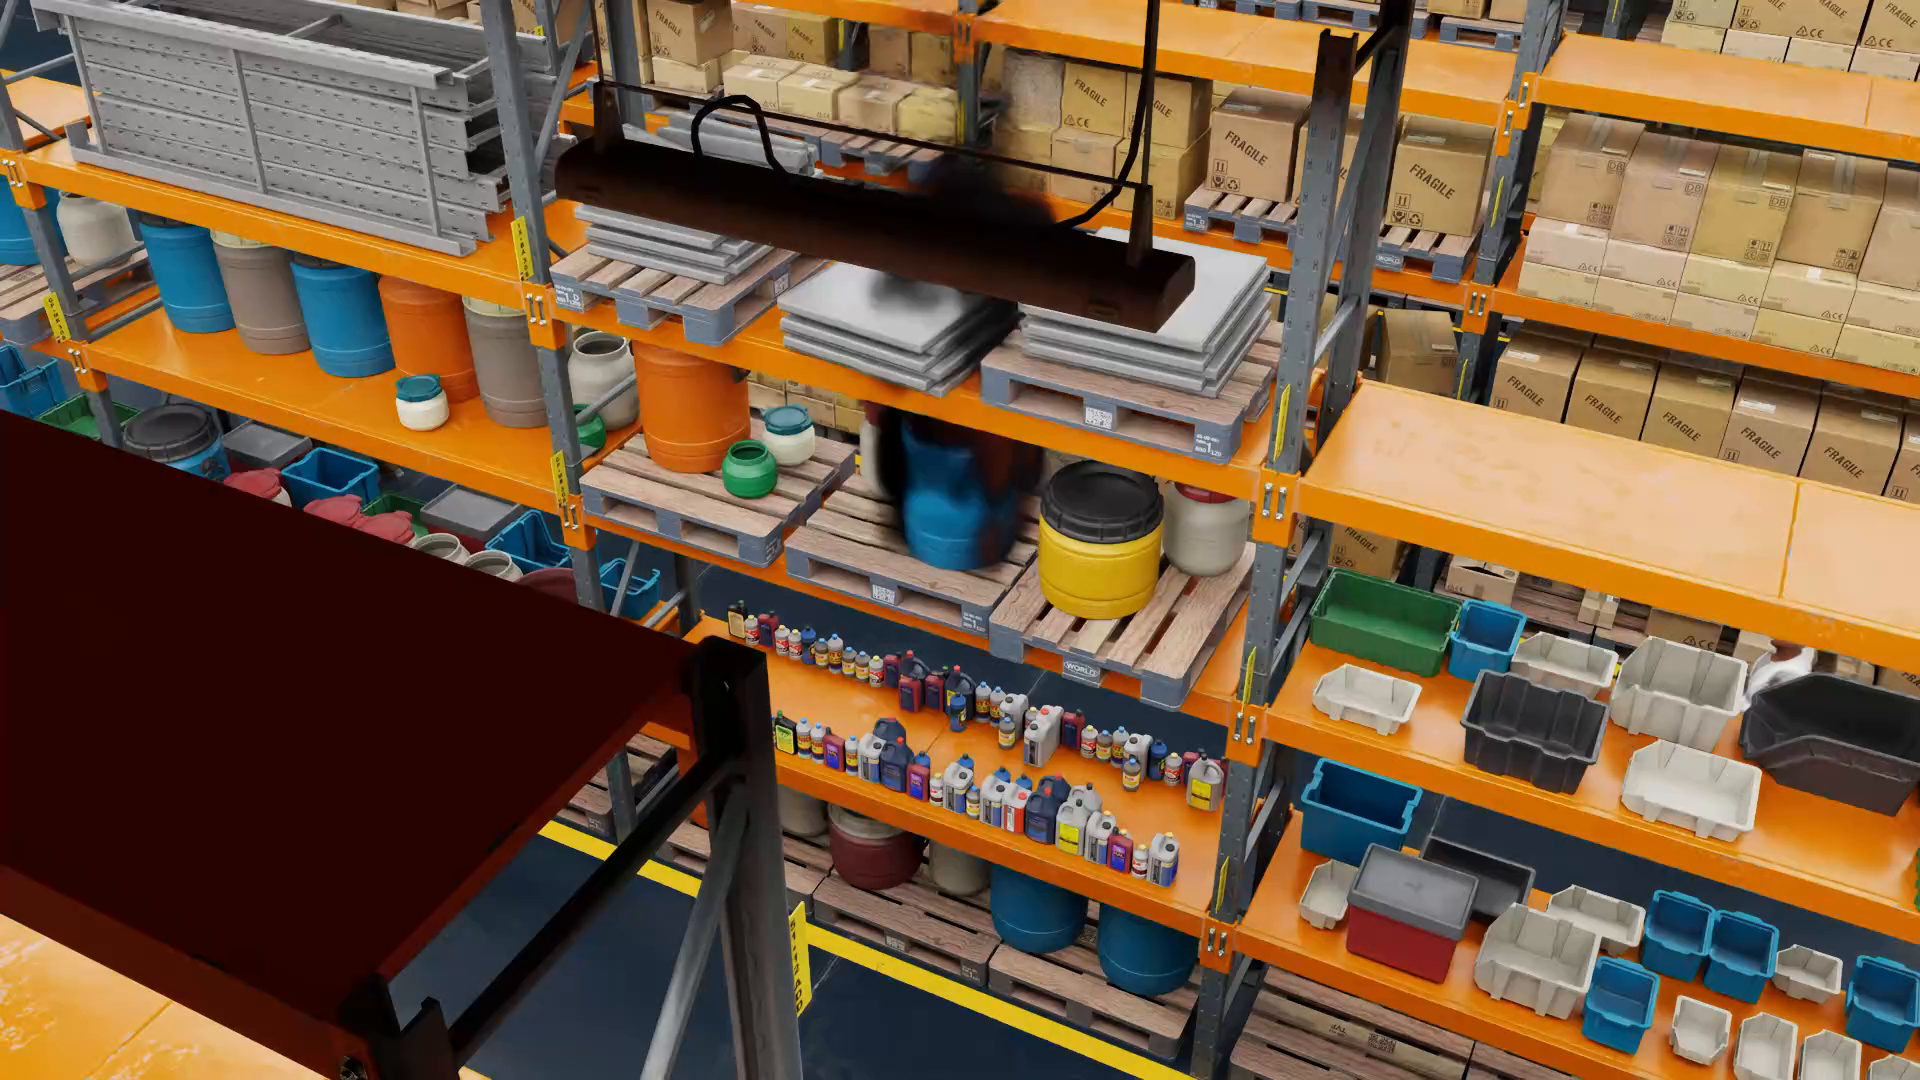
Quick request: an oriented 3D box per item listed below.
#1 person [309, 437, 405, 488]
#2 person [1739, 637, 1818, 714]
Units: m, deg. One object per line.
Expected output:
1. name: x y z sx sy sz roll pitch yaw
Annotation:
1. person: -5.257 -1.165 13.952 0.976 1.822 0.680 9 36 13
2. person: 5.113 1.196 10.668 0.643 1.799 0.664 9 36 12
